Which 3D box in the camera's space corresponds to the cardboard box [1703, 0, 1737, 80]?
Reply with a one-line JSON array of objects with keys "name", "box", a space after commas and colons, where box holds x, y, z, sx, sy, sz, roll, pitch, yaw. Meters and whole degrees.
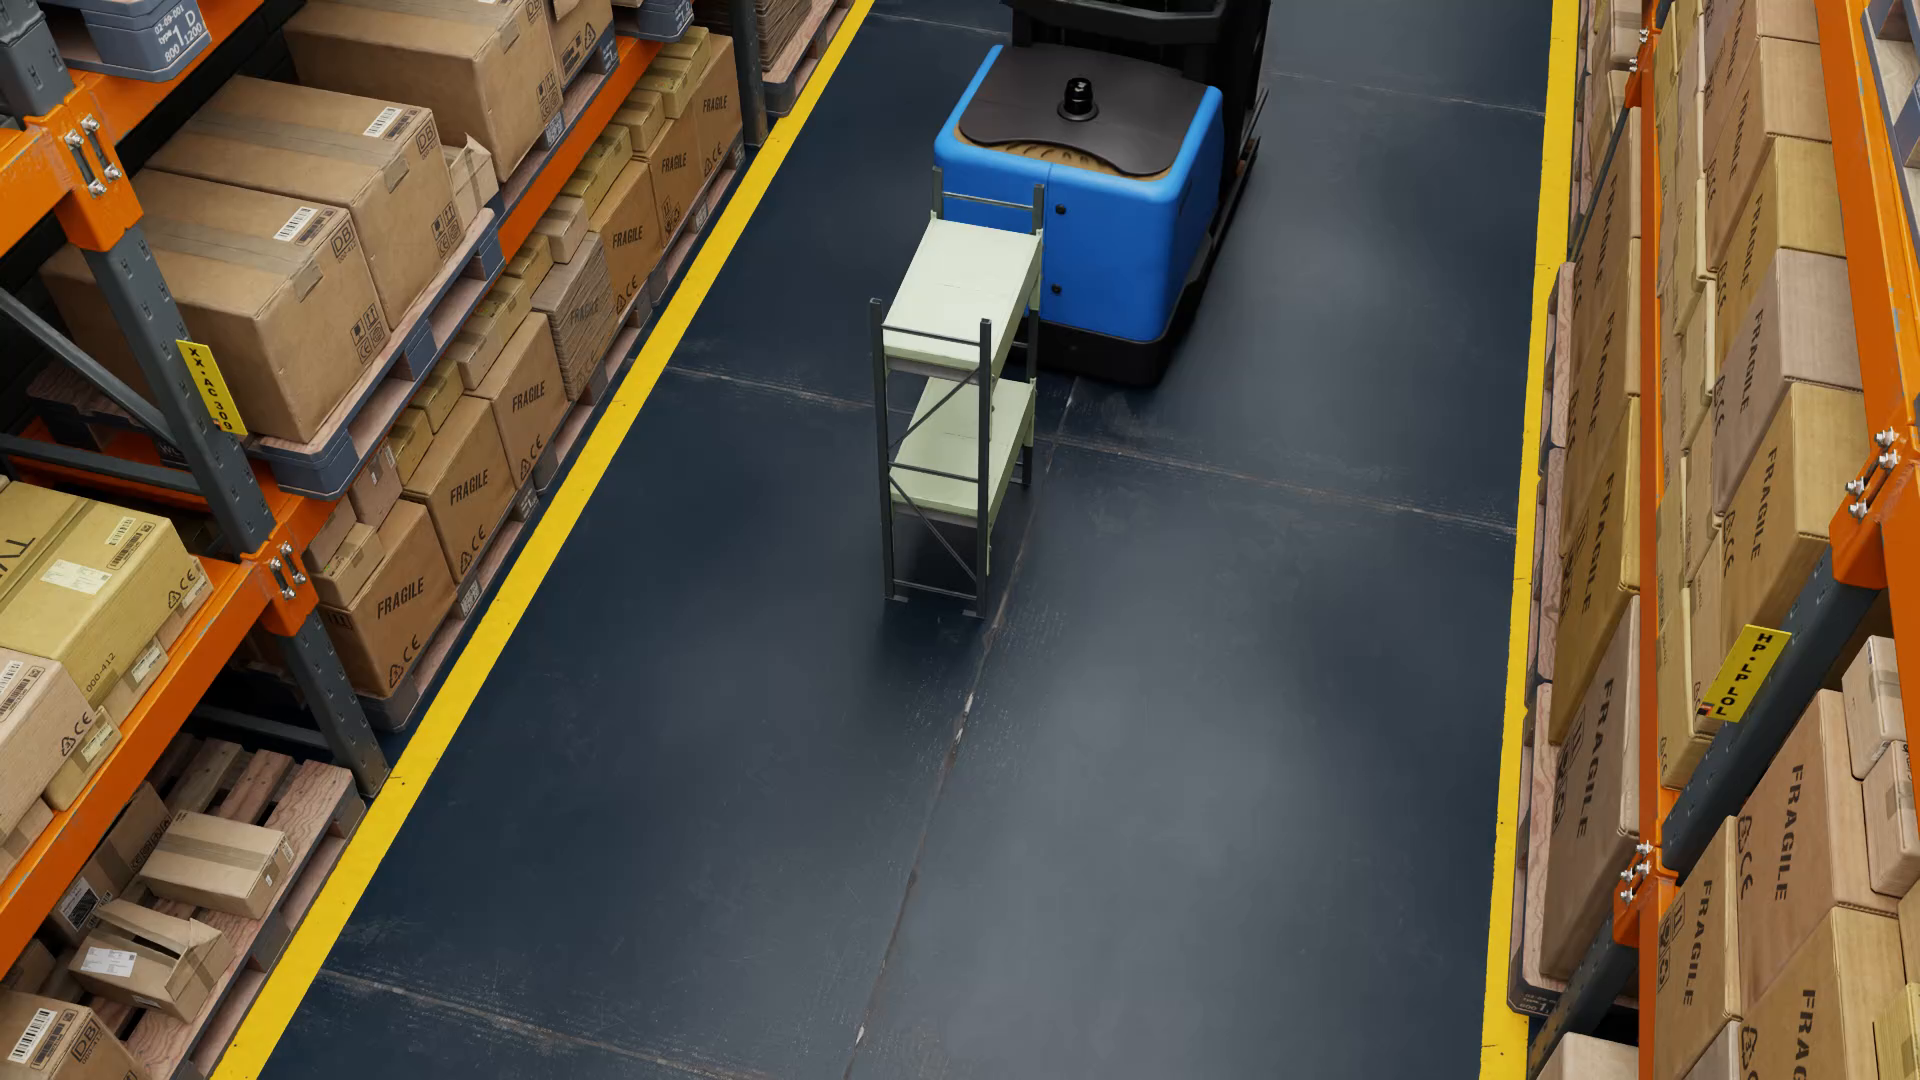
[{"name": "cardboard box", "box": [2.828, -1.831, 5.551, 0.500, 0.500, 0.500, 12, 50, 10]}]

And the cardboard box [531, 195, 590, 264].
[{"name": "cardboard box", "box": [-1.737, -1.279, 6.751, 0.380, 0.149, 0.250, 9, 49, 8]}]

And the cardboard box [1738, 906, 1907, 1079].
[{"name": "cardboard box", "box": [1.764, 1.054, 3.005, 0.500, 0.500, 0.500, 11, 49, 10]}]

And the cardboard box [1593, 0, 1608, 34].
[{"name": "cardboard box", "box": [3.865, -2.895, 8.696, 0.950, 0.372, 0.625, 13, 50, 11]}]

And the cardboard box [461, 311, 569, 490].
[{"name": "cardboard box", "box": [-1.917, -0.585, 6.571, 0.500, 0.500, 0.500, 10, 49, 9]}]

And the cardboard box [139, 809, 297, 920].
[{"name": "cardboard box", "box": [-2.391, 1.045, 5.367, 0.380, 0.149, 0.250, 10, 49, 9]}]

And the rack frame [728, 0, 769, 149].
[{"name": "rack frame", "box": [-1.475, -3.113, 7.416, 1.000, 3.000, 0.127, 12, 50, 10]}]

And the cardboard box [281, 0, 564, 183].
[{"name": "cardboard box", "box": [-1.842, -1.640, 5.769, 0.700, 0.500, 0.500, 11, 50, 10]}]

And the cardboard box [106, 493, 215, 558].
[{"name": "cardboard box", "box": [-2.709, -0.070, 5.684, 0.380, 0.149, 0.250, 10, 49, 9]}]

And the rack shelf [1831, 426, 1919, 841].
[{"name": "rack shelf", "box": [1.736, 1.449, 1.869, 1.077, 0.370, 4.000, 12, 50, 10]}]

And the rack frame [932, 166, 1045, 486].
[{"name": "rack frame", "box": [0.098, -0.766, 6.344, 0.400, 1.500, 0.023, 12, 50, 10]}]

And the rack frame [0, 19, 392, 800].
[{"name": "rack frame", "box": [-2.528, -0.220, 4.862, 1.000, 3.000, 0.127, 12, 50, 10]}]

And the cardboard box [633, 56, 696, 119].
[{"name": "cardboard box", "box": [-1.402, -2.029, 7.413, 0.380, 0.149, 0.250, 9, 49, 8]}]

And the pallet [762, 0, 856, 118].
[{"name": "pallet", "box": [-1.221, -2.778, 8.980, 1.003, 0.211, 1.213, 12, 50, 10]}]

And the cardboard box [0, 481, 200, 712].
[{"name": "cardboard box", "box": [-2.426, 0.148, 4.440, 0.500, 0.250, 0.500, 13, 50, 11]}]

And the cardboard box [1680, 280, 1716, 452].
[{"name": "cardboard box", "box": [2.398, -0.465, 4.845, 0.500, 0.250, 0.500, 13, 50, 11]}]

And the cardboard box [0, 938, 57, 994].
[{"name": "cardboard box", "box": [-3.044, 1.329, 5.116, 0.380, 0.149, 0.250, 11, 49, 10]}]

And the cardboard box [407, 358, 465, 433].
[{"name": "cardboard box", "box": [-2.063, -0.558, 6.115, 0.380, 0.149, 0.250, 11, 49, 9]}]

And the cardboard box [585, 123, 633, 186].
[{"name": "cardboard box", "box": [-1.628, -1.665, 7.092, 0.380, 0.149, 0.250, 13, 50, 11]}]

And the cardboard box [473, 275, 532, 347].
[{"name": "cardboard box", "box": [-1.893, -0.910, 6.426, 0.380, 0.149, 0.250, 13, 50, 11]}]

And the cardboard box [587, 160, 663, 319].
[{"name": "cardboard box", "box": [-1.656, -1.338, 7.236, 0.500, 0.500, 0.500, 14, 50, 12]}]

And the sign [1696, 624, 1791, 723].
[{"name": "sign", "box": [1.736, 0.300, 3.684, 0.100, 0.325, 0.005, 12, 50, 10]}]

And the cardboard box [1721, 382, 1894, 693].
[{"name": "cardboard box", "box": [2.137, 0.020, 3.917, 0.500, 0.500, 0.500, 13, 50, 11]}]

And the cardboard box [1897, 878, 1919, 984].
[{"name": "cardboard box", "box": [1.850, 0.737, 2.851, 0.380, 0.149, 0.250, 11, 49, 10]}]

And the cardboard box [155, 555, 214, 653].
[{"name": "cardboard box", "box": [-2.368, 0.144, 4.709, 0.380, 0.149, 0.250, 12, 50, 11]}]

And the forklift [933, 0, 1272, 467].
[{"name": "forklift", "box": [8.584, 0.897, 3.786, 19.036, 3.140, 7.243, 15, 50, 13]}]

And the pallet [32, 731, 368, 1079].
[{"name": "pallet", "box": [-2.709, 1.199, 5.470, 1.003, 0.211, 1.213, 12, 50, 10]}]

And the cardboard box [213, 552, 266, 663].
[{"name": "cardboard box", "box": [-2.684, 0.055, 6.007, 0.500, 0.500, 0.500, 11, 50, 10]}]

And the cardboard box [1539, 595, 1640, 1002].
[{"name": "cardboard box", "box": [2.348, 0.857, 5.049, 0.875, 0.875, 0.875, 13, 50, 11]}]

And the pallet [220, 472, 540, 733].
[{"name": "pallet", "box": [-2.350, 0.107, 6.434, 1.003, 0.211, 1.213, 12, 50, 10]}]

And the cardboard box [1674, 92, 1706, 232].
[{"name": "cardboard box", "box": [2.663, -1.203, 5.496, 0.500, 0.250, 0.500, 11, 50, 10]}]

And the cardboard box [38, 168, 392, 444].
[{"name": "cardboard box", "box": [-2.185, -0.698, 4.937, 0.700, 0.500, 0.500, 13, 50, 11]}]

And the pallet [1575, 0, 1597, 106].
[{"name": "pallet", "box": [3.845, -2.658, 8.874, 1.003, 0.211, 1.213, 12, 50, 10]}]

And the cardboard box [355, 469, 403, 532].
[{"name": "cardboard box", "box": [-2.178, -0.169, 5.772, 0.380, 0.149, 0.250, 10, 49, 9]}]

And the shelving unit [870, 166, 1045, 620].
[{"name": "shelving unit", "box": [0.002, -0.501, 6.111, 0.431, 1.500, 0.755, 12, 50, 10]}]

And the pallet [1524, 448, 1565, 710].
[{"name": "pallet", "box": [2.712, 0.221, 6.333, 1.003, 0.211, 1.213, 12, 50, 10]}]

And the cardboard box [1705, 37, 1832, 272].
[{"name": "cardboard box", "box": [2.541, -1.096, 4.902, 0.500, 0.500, 0.500, 12, 50, 11]}]

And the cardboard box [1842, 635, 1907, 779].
[{"name": "cardboard box", "box": [1.929, 0.355, 3.188, 0.380, 0.149, 0.250, 11, 49, 9]}]

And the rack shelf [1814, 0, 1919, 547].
[{"name": "rack shelf", "box": [2.788, -1.444, 4.422, 1.077, 0.370, 4.000, 12, 50, 10]}]

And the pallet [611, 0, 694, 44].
[{"name": "pallet", "box": [-1.586, -2.546, 7.043, 1.213, 0.211, 1.003, 12, 50, 10]}]

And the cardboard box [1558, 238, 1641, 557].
[{"name": "cardboard box", "box": [2.814, -0.445, 6.198, 0.875, 0.875, 0.875, 12, 50, 10]}]

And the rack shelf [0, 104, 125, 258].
[{"name": "rack shelf", "box": [-3.054, 0.472, 2.731, 1.077, 0.370, 4.000, 12, 50, 10]}]

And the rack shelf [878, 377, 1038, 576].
[{"name": "rack shelf", "box": [0.002, -0.285, 6.355, 0.431, 0.370, 0.720, 12, 50, 10]}]

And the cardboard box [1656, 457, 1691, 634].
[{"name": "cardboard box", "box": [2.272, 0.064, 4.712, 0.500, 0.250, 0.500, 11, 49, 10]}]

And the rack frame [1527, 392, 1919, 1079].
[{"name": "rack frame", "box": [2.262, 0.757, 4.000, 1.000, 3.000, 0.127, 12, 50, 10]}]

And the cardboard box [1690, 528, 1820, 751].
[{"name": "cardboard box", "box": [2.143, 0.274, 4.193, 0.500, 0.250, 0.500, 12, 50, 10]}]

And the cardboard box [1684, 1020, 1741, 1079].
[{"name": "cardboard box", "box": [1.750, 1.375, 3.388, 0.500, 0.500, 0.500, 12, 50, 10]}]

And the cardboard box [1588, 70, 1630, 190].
[{"name": "cardboard box", "box": [3.473, -1.813, 7.741, 0.950, 0.372, 0.625, 9, 49, 7]}]

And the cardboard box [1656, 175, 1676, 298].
[{"name": "cardboard box", "box": [2.681, -1.029, 5.677, 0.500, 0.250, 0.500, 13, 50, 11]}]

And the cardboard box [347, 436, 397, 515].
[{"name": "cardboard box", "box": [-2.154, -0.249, 5.644, 0.380, 0.149, 0.250, 9, 49, 8]}]

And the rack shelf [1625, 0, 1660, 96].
[{"name": "rack shelf", "box": [3.841, -3.345, 8.100, 1.077, 0.370, 4.000, 12, 50, 10]}]
